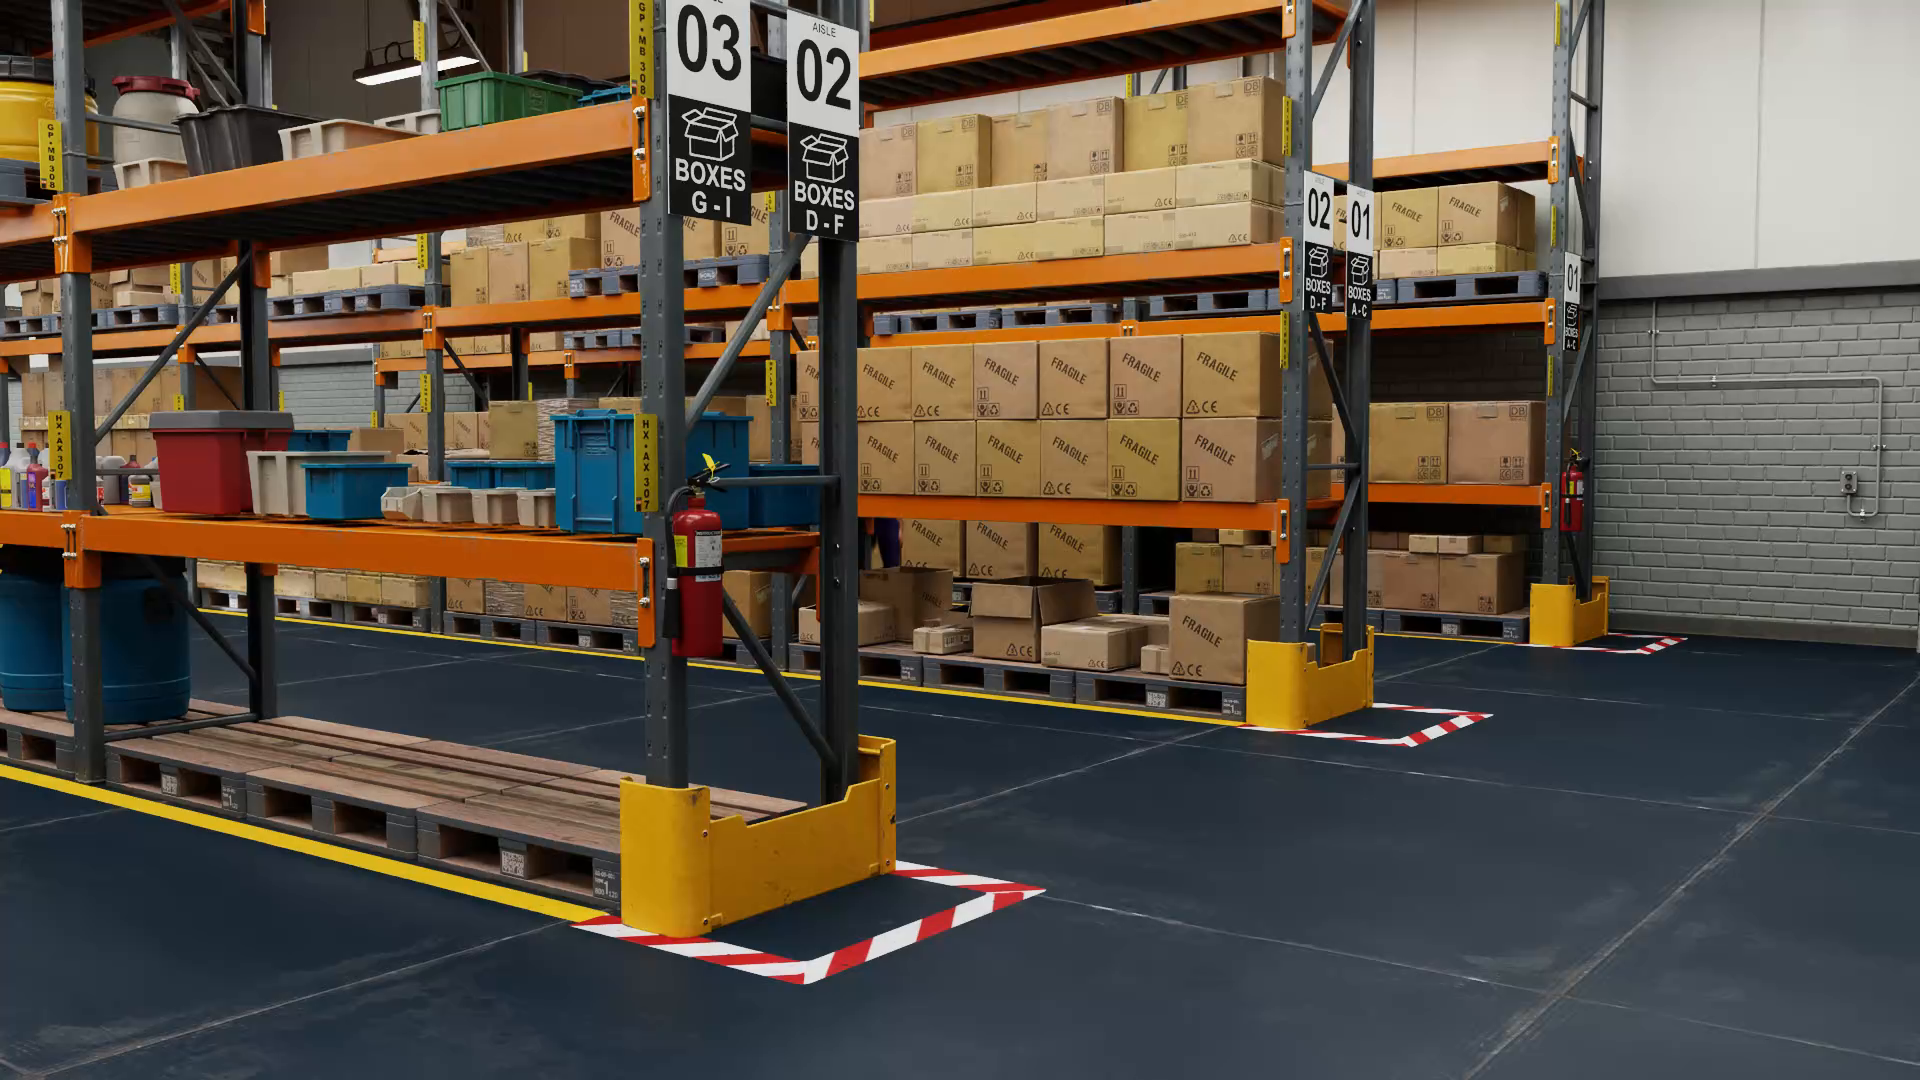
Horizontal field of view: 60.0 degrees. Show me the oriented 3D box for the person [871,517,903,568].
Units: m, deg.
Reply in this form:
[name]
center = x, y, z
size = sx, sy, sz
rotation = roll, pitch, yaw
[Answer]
[person]
center = -0.784, -0.077, 15.466
size = 0.531, 1.647, 0.526
rotation = 0, 3, -7
